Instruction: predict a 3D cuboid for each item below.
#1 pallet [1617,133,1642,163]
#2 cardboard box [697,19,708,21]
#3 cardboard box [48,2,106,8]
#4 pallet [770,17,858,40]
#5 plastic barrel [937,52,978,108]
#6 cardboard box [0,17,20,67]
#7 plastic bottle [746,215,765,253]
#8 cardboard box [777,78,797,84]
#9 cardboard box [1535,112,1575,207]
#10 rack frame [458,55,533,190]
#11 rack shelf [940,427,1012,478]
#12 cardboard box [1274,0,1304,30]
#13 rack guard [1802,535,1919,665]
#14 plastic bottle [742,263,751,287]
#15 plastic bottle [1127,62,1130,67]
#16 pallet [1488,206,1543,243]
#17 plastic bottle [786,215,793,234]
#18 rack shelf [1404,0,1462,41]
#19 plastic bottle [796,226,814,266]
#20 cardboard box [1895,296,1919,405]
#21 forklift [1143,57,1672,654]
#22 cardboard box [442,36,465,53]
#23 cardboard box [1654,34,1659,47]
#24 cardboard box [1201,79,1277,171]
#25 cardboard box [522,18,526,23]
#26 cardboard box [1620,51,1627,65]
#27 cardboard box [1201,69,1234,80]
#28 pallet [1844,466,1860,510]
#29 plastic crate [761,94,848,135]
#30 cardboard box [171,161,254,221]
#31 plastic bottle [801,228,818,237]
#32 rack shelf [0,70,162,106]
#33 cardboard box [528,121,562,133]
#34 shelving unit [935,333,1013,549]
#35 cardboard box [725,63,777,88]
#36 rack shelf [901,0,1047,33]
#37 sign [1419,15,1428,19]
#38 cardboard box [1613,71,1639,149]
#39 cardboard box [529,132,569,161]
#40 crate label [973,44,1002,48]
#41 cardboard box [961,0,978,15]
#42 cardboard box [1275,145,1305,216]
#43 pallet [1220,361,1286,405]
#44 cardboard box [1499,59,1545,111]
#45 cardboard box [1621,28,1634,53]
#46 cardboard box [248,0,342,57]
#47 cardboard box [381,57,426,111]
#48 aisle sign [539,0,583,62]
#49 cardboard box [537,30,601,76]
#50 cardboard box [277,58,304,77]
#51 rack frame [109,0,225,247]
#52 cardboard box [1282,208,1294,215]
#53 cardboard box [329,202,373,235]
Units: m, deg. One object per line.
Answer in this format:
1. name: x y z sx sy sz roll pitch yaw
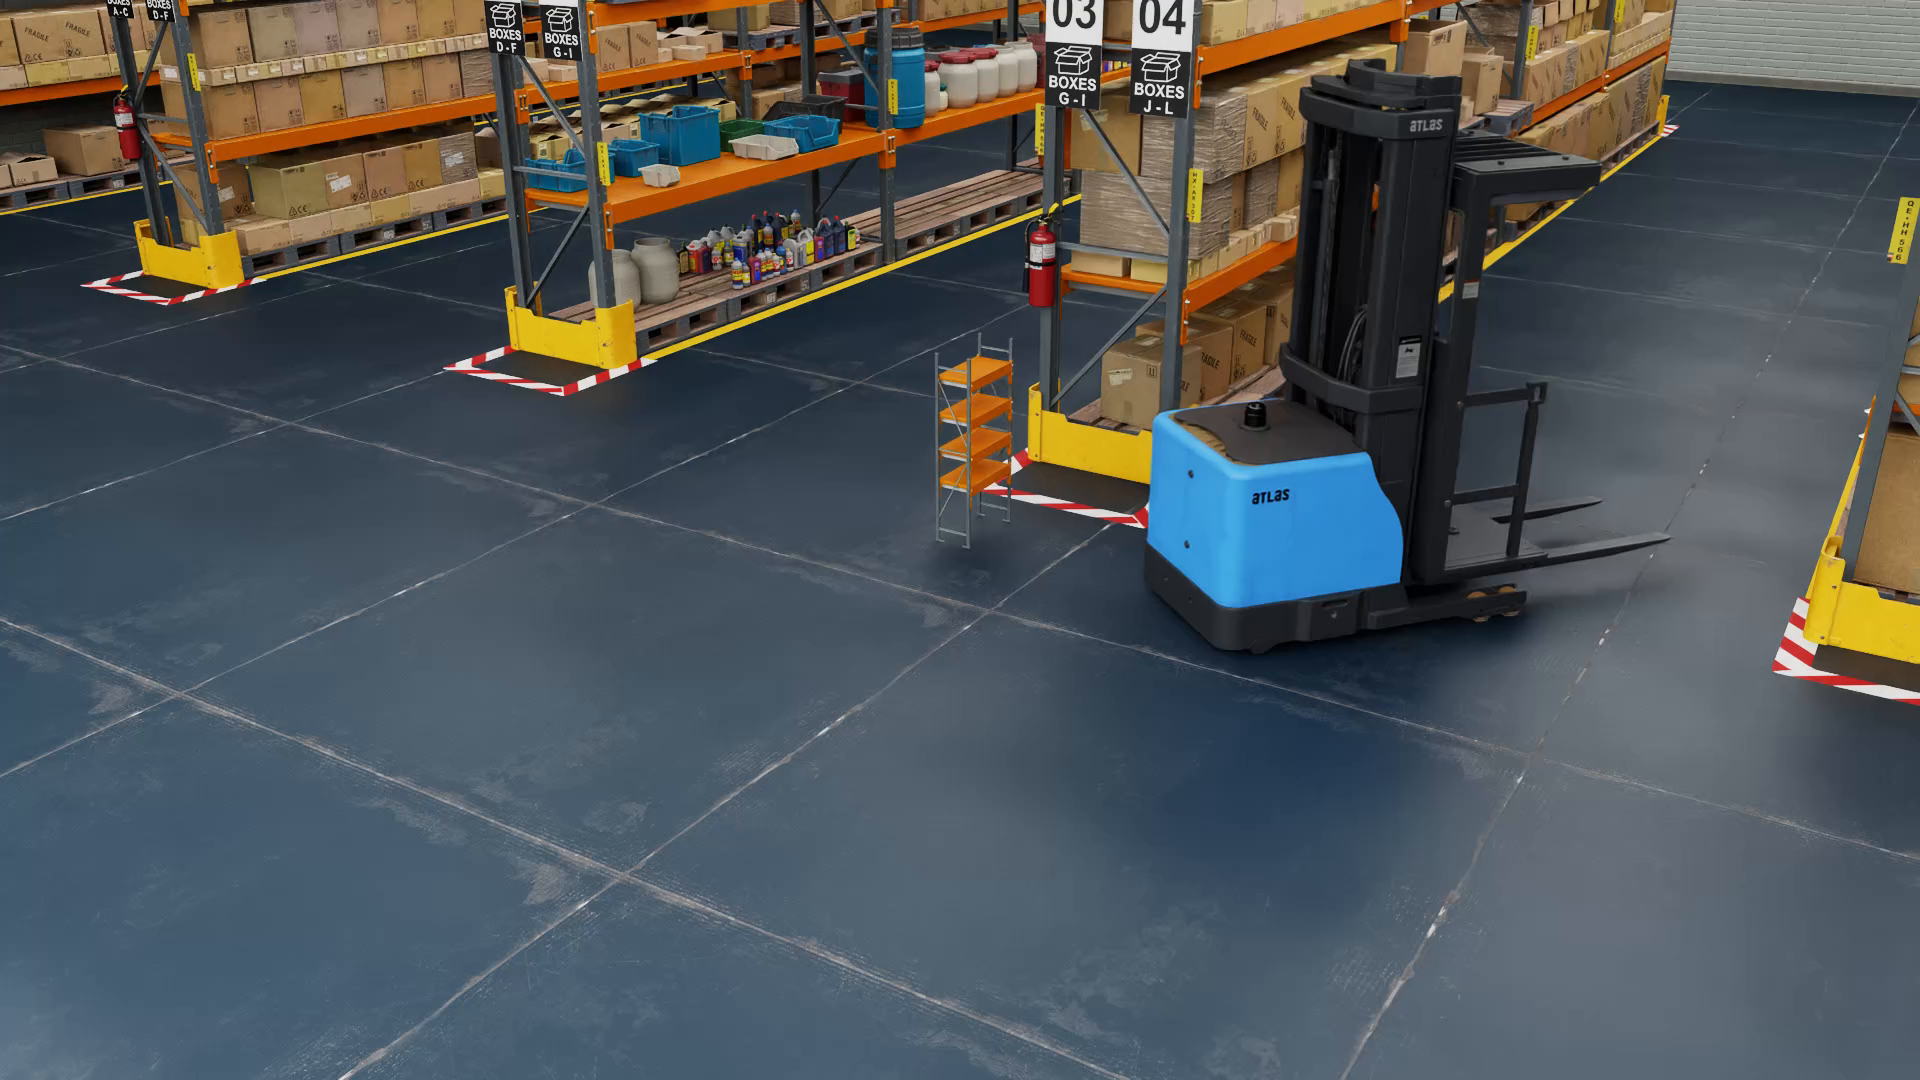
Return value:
1. pallet: 8.434 -5.278 22.176 1.003 0.211 1.213 14 27 29
2. cardboard box: -4.380 -9.025 29.122 0.380 0.149 0.250 13 27 28
3. cardboard box: -10.490 -6.147 19.892 0.500 0.500 0.500 15 27 30
4. pallet: -2.179 -7.200 23.348 1.003 0.211 1.213 14 27 29
5. plastic barrel: -0.026 -4.829 17.457 0.433 0.535 0.433 0 23 0
6. cardboard box: -10.855 -5.515 18.434 0.500 0.500 0.500 14 27 29
7. plastic bottle: -1.982 -2.979 16.136 0.144 0.351 0.185 13 26 27
8. cardboard box: -2.633 -6.225 23.447 0.500 0.500 0.500 13 27 27
9. cardboard box: 6.072 -4.299 18.551 1.225 0.875 0.875 14 27 29
10. rack frame: -5.310 -5.281 18.673 1.000 3.000 0.127 14 27 29
11. rack shelf: 0.087 -0.545 10.167 0.258 0.148 0.480 14 27 29
12. cardboard box: 1.999 -3.612 11.230 0.500 0.250 0.500 14 27 29
13. rack guard: 5.141 0.375 8.754 1.175 0.500 0.348 14 27 29
14. plastic bottle: -1.938 -2.391 14.966 0.097 0.201 0.097 0 23 0
15. plastic bottle: 2.029 -5.923 20.319 0.097 0.271 0.097 0 23 0
16. pallet: 5.693 -3.524 18.126 1.003 0.211 1.213 14 27 29
17. plastic bottle: -1.701 -3.044 16.372 0.061 0.283 0.133 14 27 29
18. rack shelf: 4.159 -4.925 14.981 1.077 0.370 4.000 14 27 29
19. plastic bottle: -1.471 -2.776 15.668 0.144 0.351 0.185 14 27 29
20. cardboard box: 5.311 -0.984 8.558 0.875 0.550 0.550 14 27 29
21. forklift: 2.624 -1.081 9.058 3.031 2.935 1.130 -8 25 -18
22. cardboard box: -5.540 -5.316 17.812 0.380 0.149 0.250 13 27 27
23. cardboard box: 9.123 -6.692 22.250 0.380 0.149 0.250 14 27 30
24. cardboard box: 1.785 -2.791 11.162 0.500 0.500 0.500 14 27 29
25. cardboard box: -6.688 -7.780 24.736 0.380 0.149 0.250 15 27 31
26. cardboard box: 8.039 -5.996 20.642 0.380 0.149 0.250 15 28 31
27. cardboard box: 1.599 -3.071 11.808 0.500 0.500 0.500 14 27 29
28. pallet: 6.154 -0.197 10.439 1.003 0.211 1.213 14 27 29
29. plastic crate: -1.488 -4.063 15.938 0.767 0.338 0.504 14 27 29
30. cardboard box: -7.390 -3.449 16.431 0.500 0.500 0.500 14 27 29
31. plastic bottle: -1.439 -2.874 15.987 0.152 0.276 0.135 14 27 29
32. rack shelf: -10.576 -5.313 19.652 1.077 0.370 4.000 14 27 29
33. cardboard box: -5.071 -4.843 19.888 0.500 0.311 0.500 15 27 30
34. shelving unit: 0.087 -0.606 10.141 0.258 1.200 0.503 14 27 29
35. cardboard box: -2.880 -6.415 22.941 0.500 0.250 0.500 15 28 31
36. rack shelf: -0.036 -8.326 26.613 1.077 0.370 4.000 14 27 29
37. sign: 4.740 -5.200 17.030 0.100 0.325 0.005 14 27 29
38. cardboard box: 8.214 -5.631 21.628 0.875 0.875 0.875 14 27 29
39. cardboard box: -4.881 -4.557 19.226 0.500 0.311 0.500 14 27 29
40. crate label: 0.252 -5.329 18.740 0.502 0.435 0.616 14 27 29
41. cardboard box: -0.057 -8.484 25.946 0.500 0.500 0.500 14 27 29
42. cardboard box: 2.043 -2.736 12.294 0.875 0.500 0.500 14 27 29
43. pallet: 2.137 -1.277 12.933 1.003 0.211 1.213 14 27 29
44. cardboard box: 5.701 -4.707 17.221 0.500 0.500 0.500 15 27 30
45. cardboard box: 8.060 -6.242 20.708 0.500 0.250 0.500 14 27 29
46. cardboard box: -6.597 -5.094 16.482 0.700 0.500 0.500 14 27 29
47. cardboard box: -6.080 -4.828 17.501 0.700 0.500 0.500 14 27 30
48. aisle sign: -3.003 -3.999 12.440 0.394 0.787 0.004 14 27 29
49. cardboard box: -4.614 -5.760 19.655 0.500 0.500 0.500 16 28 33
50. cardboard box: -6.626 -4.620 16.204 0.380 0.149 0.250 13 27 28
51. rack frame: -7.420 -3.931 15.555 1.000 3.000 0.127 14 27 29
52. cardboard box: 2.239 -2.383 12.295 0.380 0.149 0.250 14 27 29
53. cardboard box: -6.424 -3.334 17.109 0.500 0.250 0.500 14 27 29
